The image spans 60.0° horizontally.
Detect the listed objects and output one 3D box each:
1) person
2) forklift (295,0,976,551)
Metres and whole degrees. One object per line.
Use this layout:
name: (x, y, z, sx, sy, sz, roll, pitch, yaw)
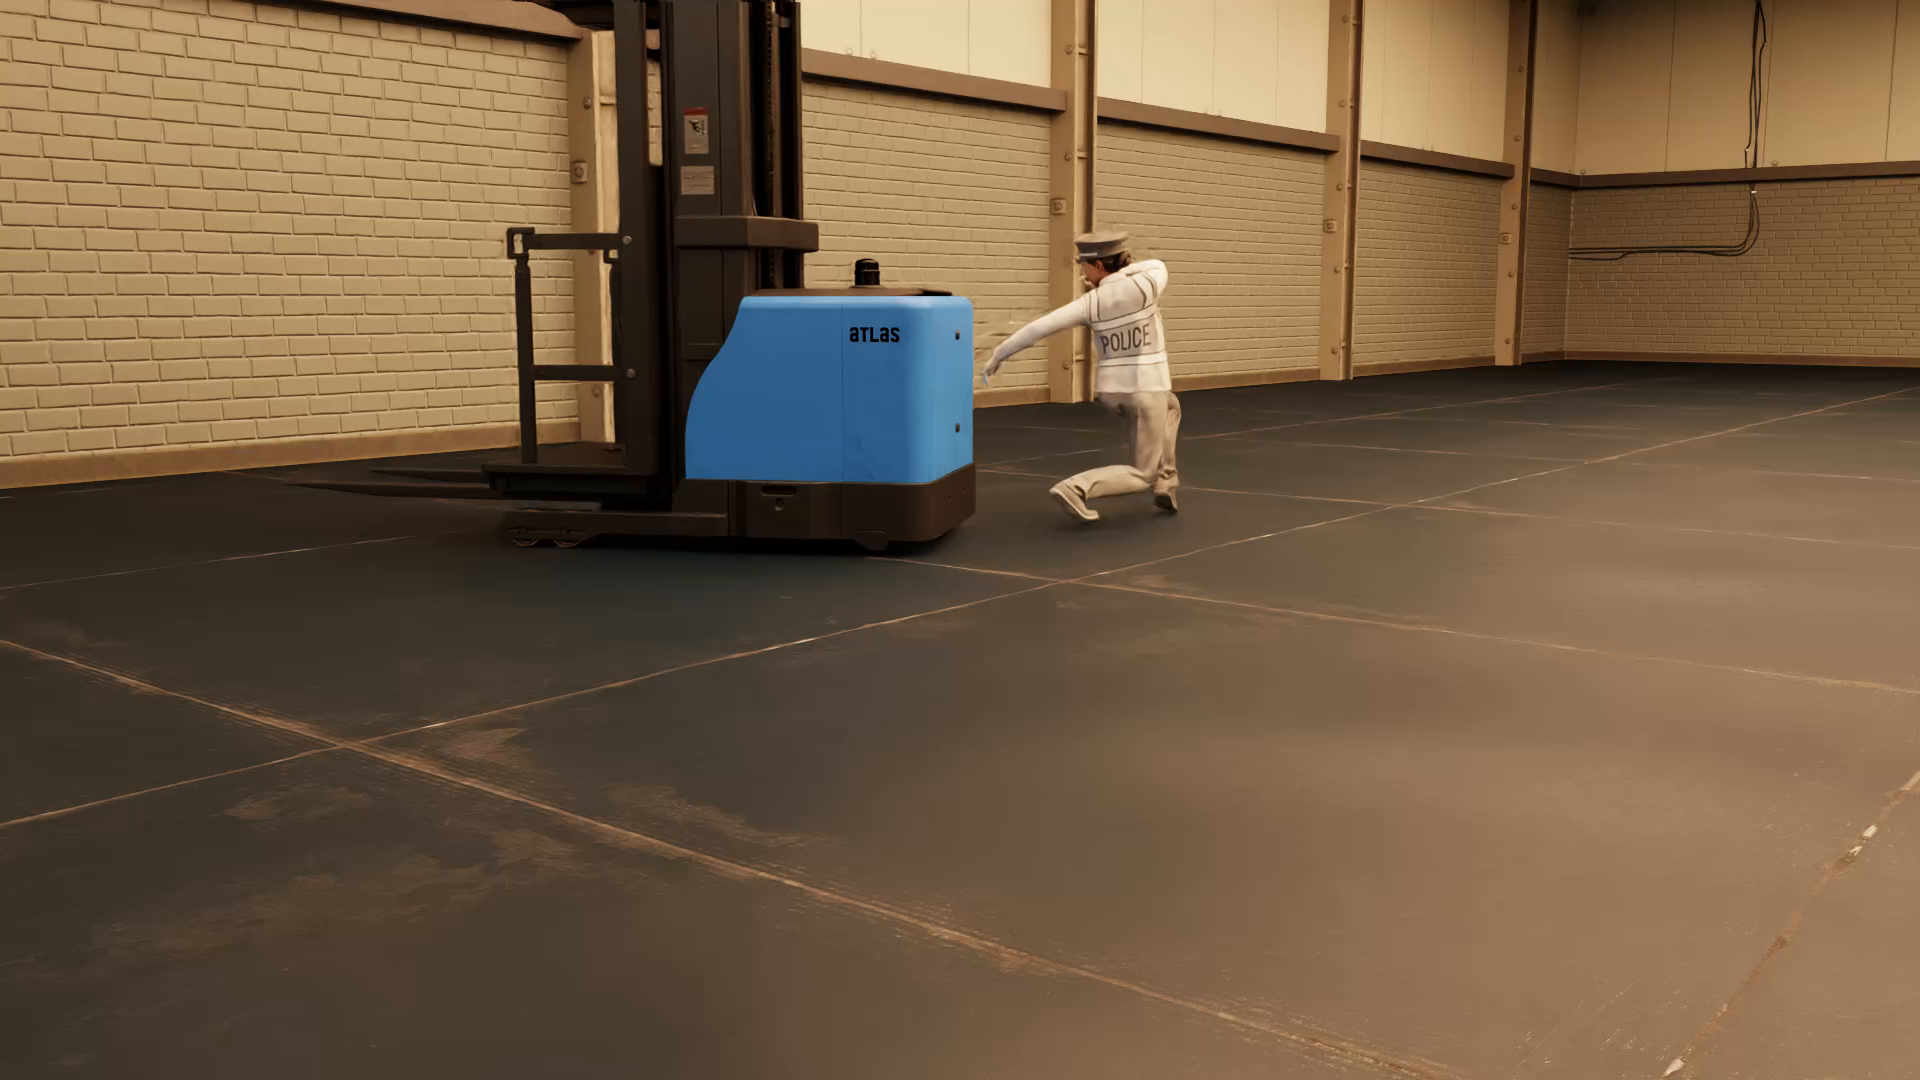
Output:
person: (0.639, -0.792, 8.054, 0.823, 1.380, 0.945, 6, 10, 34)
forklift: (-1.498, -1.488, 7.450, 3.031, 2.935, 1.130, 2, 9, 12)
